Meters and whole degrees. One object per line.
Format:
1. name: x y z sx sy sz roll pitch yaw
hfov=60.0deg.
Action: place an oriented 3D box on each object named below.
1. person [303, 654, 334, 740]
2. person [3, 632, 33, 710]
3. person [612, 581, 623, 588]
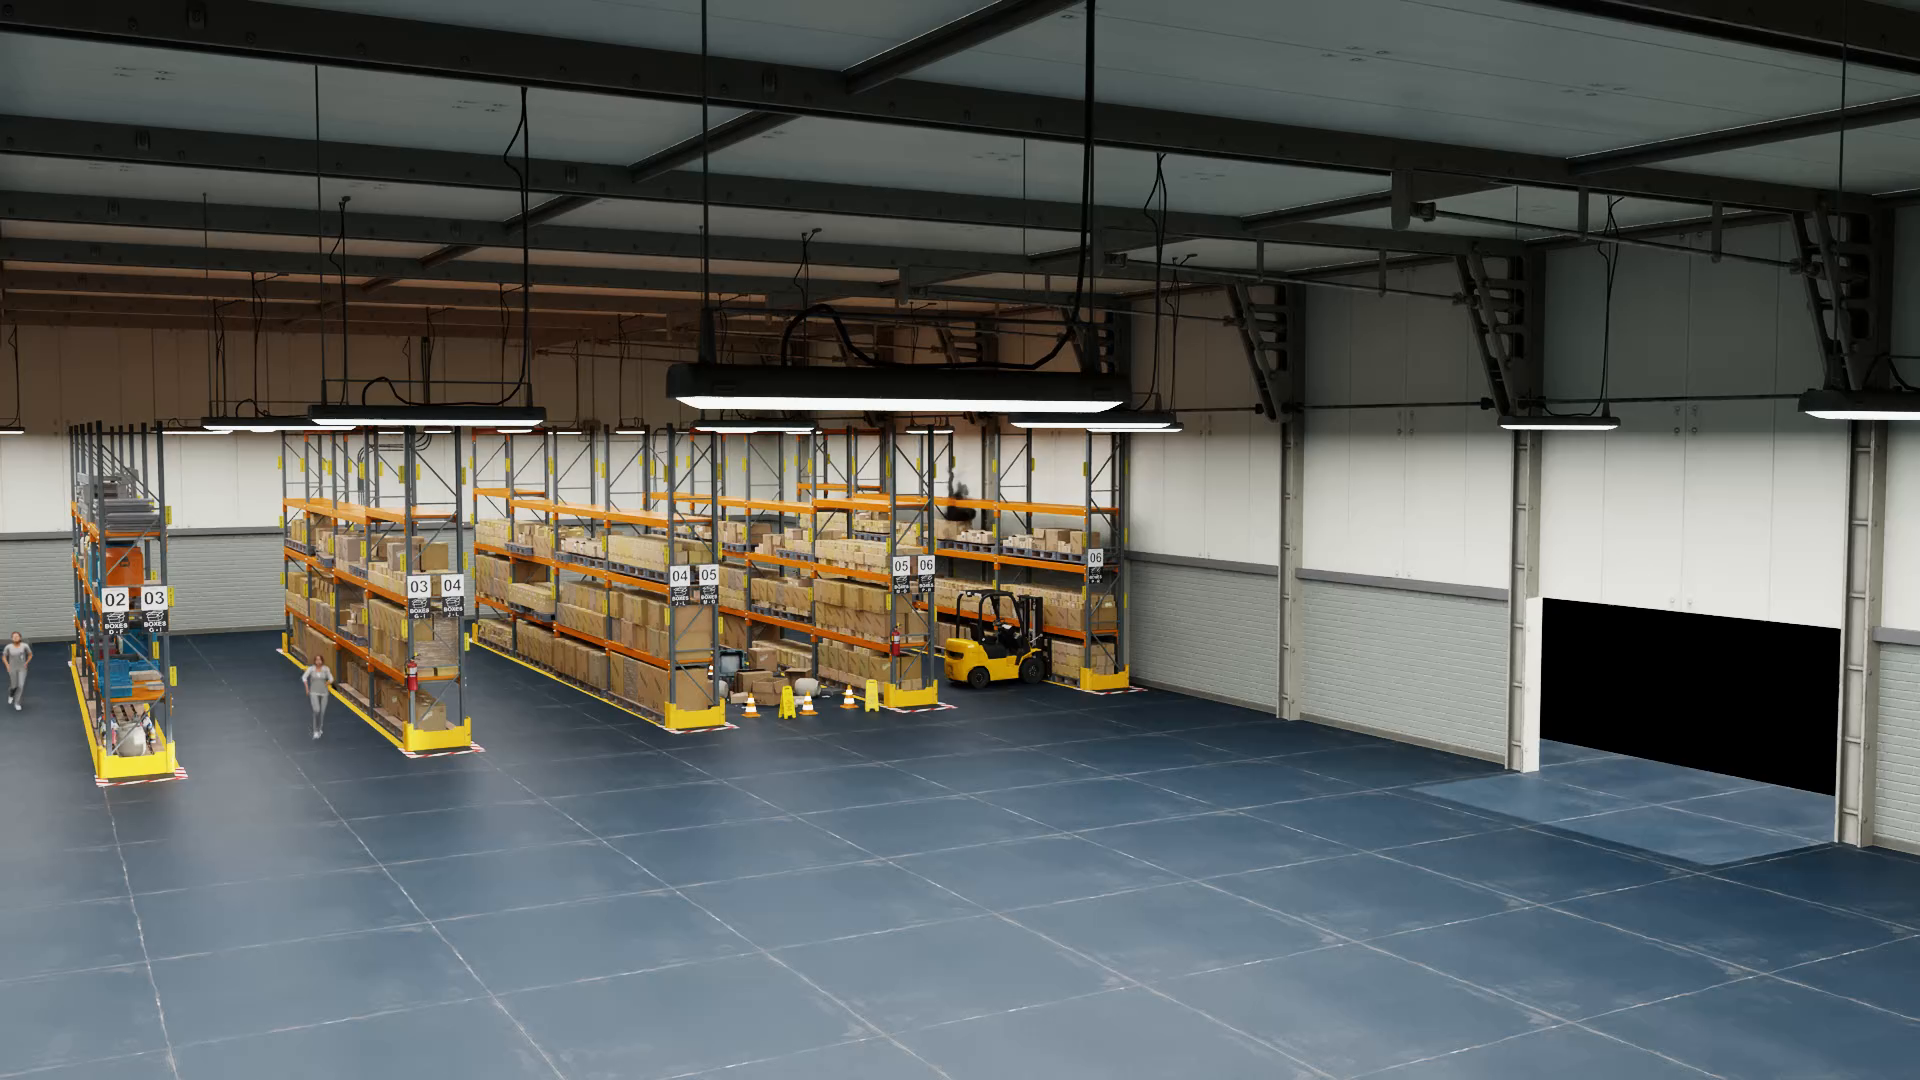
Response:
1. person: -12.186 2.991 31.634 0.524 1.614 0.710 -2 4 -31
2. person: -19.878 2.746 35.104 0.560 1.639 0.605 -2 4 -32
3. person: -10.467 1.756 50.027 0.617 1.737 0.666 -1 4 -21
